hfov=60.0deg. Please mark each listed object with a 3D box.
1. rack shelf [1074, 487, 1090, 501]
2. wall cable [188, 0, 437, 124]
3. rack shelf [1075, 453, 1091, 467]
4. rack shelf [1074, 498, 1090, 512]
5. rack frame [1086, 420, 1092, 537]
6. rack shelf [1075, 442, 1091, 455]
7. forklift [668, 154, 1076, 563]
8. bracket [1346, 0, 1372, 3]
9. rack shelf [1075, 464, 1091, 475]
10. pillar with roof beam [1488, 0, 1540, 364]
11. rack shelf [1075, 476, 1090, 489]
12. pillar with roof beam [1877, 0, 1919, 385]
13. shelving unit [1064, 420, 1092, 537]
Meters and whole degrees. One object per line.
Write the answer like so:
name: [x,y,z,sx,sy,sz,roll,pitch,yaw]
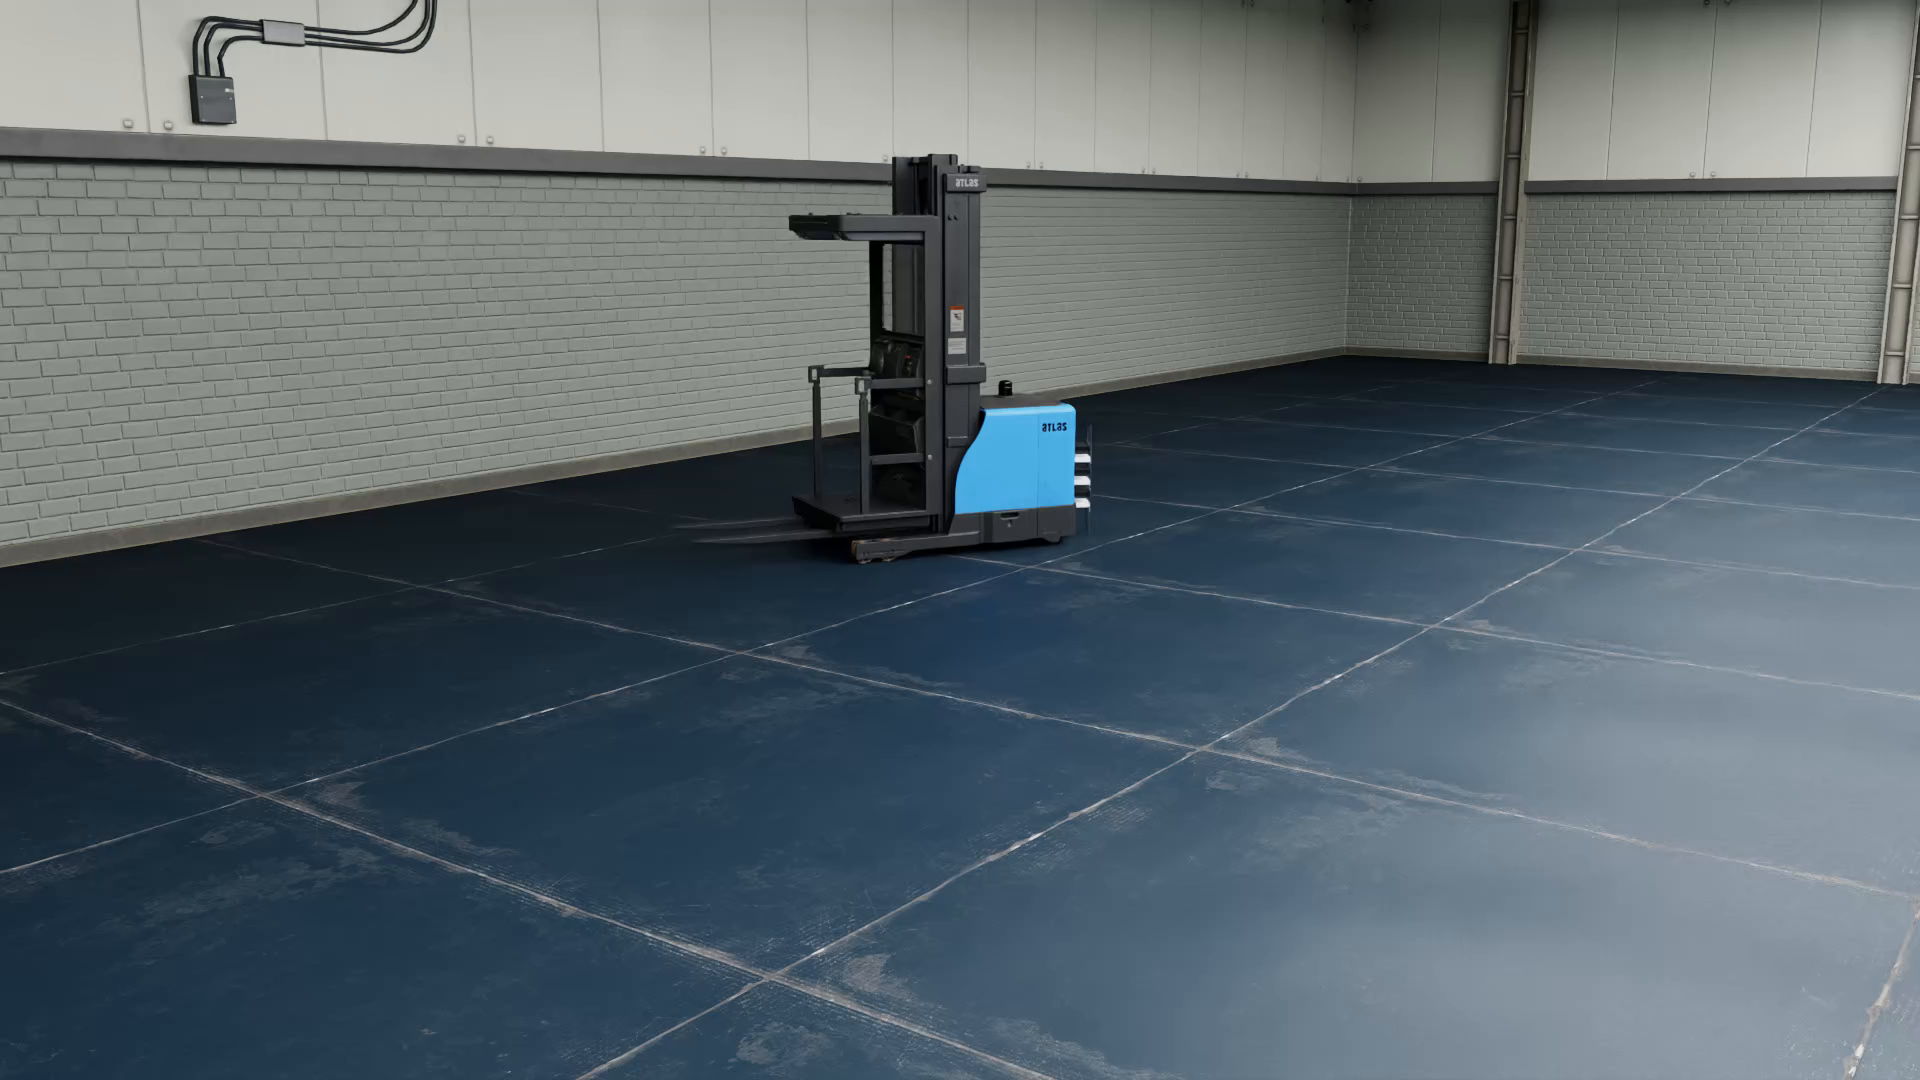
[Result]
rack shelf: [0.919,-0.369,13.211,0.200,0.077,0.258,-1,11,-3]
wall cable: [-5.167,-6.328,13.092,0.169,6.003,2.305,8,13,36]
rack shelf: [0.919,-0.634,13.161,0.200,0.077,0.258,-1,11,-3]
rack shelf: [0.919,-0.280,13.228,0.200,0.077,0.258,-1,11,-3]
rack frame: [1.021,-0.491,13.194,0.006,0.900,0.240,-1,11,-3]
rack shelf: [0.919,-0.722,13.145,0.200,0.077,0.258,-1,11,-3]
forklift: [-0.661,-1.381,12.452,3.031,2.935,1.130,-5,12,-24]
bracket: [6.983,-9.521,29.075,0.430,0.232,0.235,8,13,36]
rack shelf: [0.919,-0.545,13.178,0.200,0.077,0.258,-1,11,-3]
pillar with roof beam: [6.890,-6.836,24.673,0.548,9.000,9.100,8,13,36]
rack shelf: [0.919,-0.457,13.195,0.200,0.077,0.258,-1,11,-3]
pillar with roof beam: [11.726,-6.161,21.186,0.400,9.000,9.100,8,13,36]
shelving unit: [0.919,-0.490,13.189,0.210,0.900,0.258,-1,11,-3]
